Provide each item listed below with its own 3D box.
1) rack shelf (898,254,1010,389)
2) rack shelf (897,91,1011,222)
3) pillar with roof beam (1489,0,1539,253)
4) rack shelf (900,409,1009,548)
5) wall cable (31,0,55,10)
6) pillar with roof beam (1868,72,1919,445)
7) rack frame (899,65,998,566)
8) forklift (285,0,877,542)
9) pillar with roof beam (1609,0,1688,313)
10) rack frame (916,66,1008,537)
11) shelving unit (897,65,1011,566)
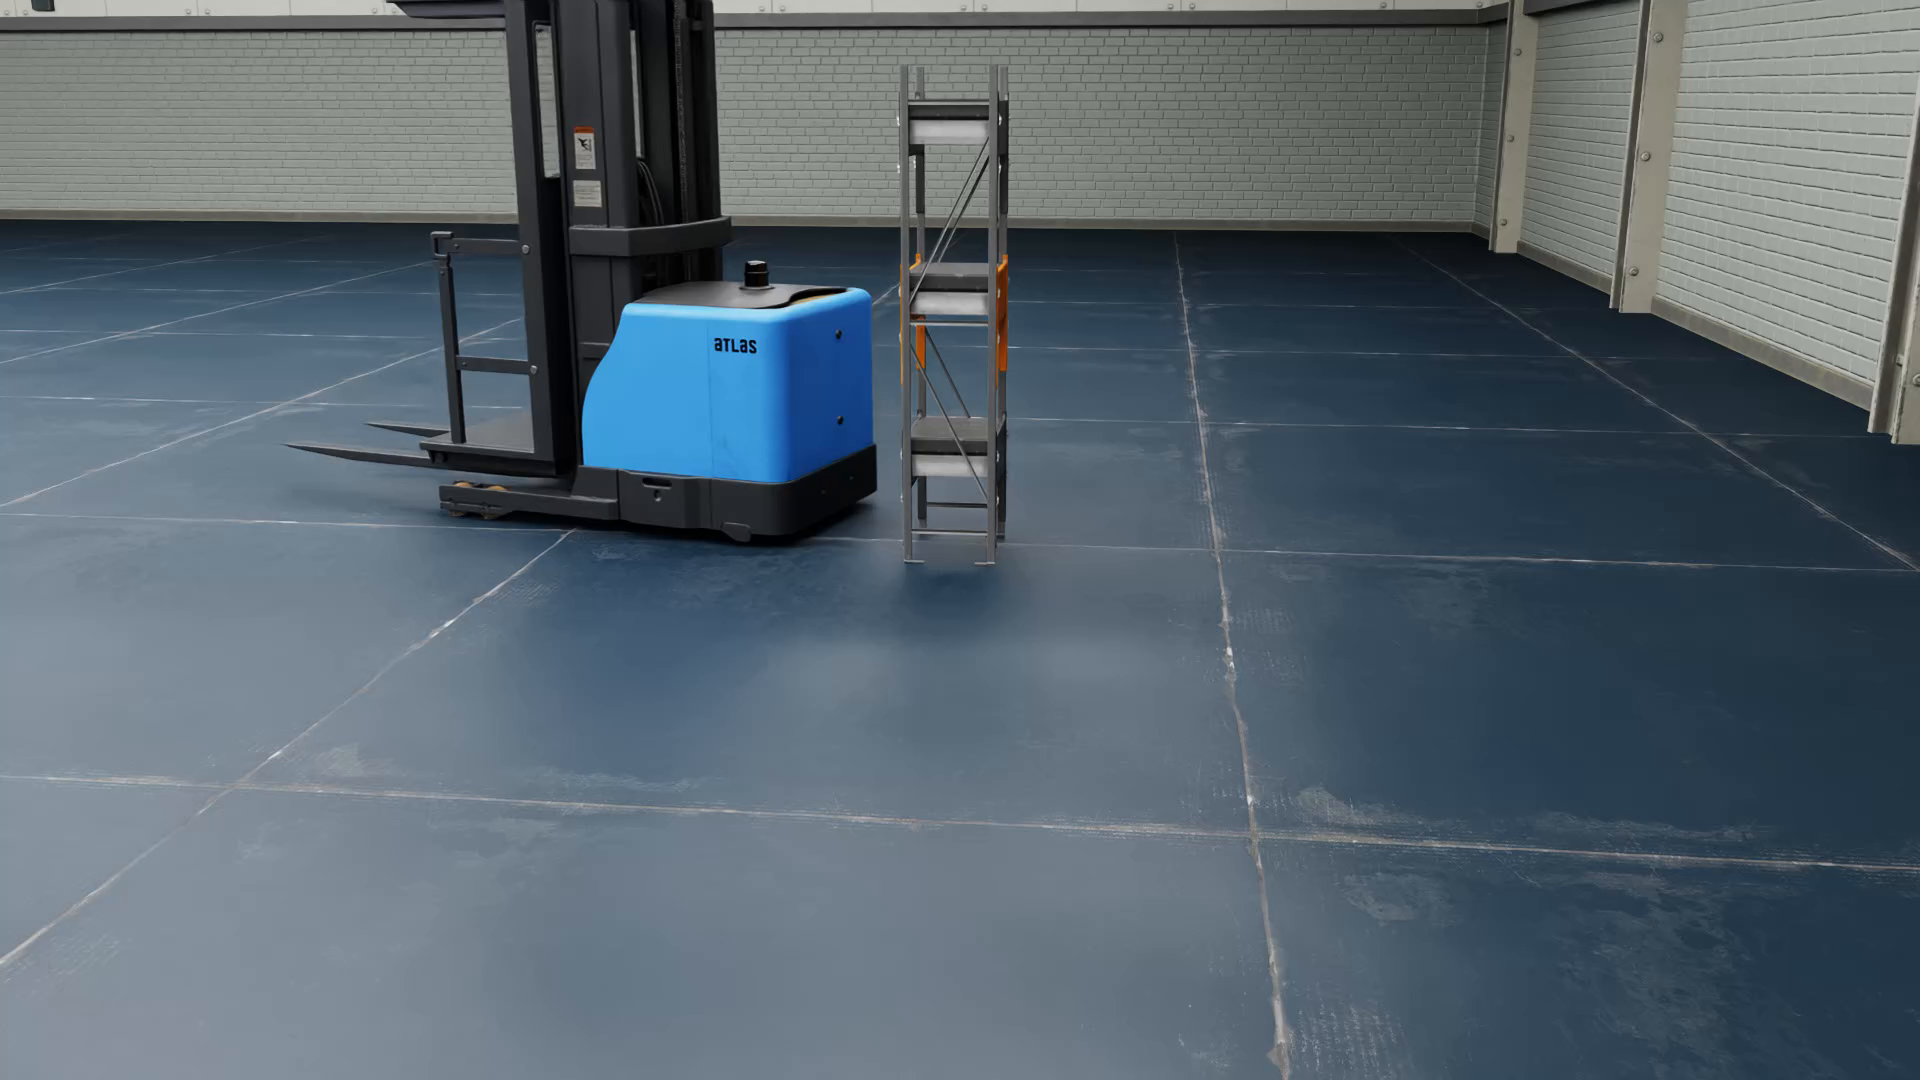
[{"bbox_3d":[-0.019,-0.958,7.233,0.431,0.518,0.480,2,15,6],"label":"rack shelf"},{"bbox_3d":[-0.019,-1.633,7.050,0.431,0.518,0.480,2,15,6],"label":"rack shelf"},{"bbox_3d":[2.729,-8.192,20.720,9.100,9.000,0.400,2,15,6],"label":"pillar with roof beam"},{"bbox_3d":[-0.019,-0.282,7.415,0.431,0.518,0.480,2,15,6],"label":"rack shelf"},{"bbox_3d":[-13.215,-11.077,24.871,2.305,6.003,0.169,2,15,6],"label":"wall cable"},{"bbox_3d":[1.375,-5.080,9.210,9.100,9.000,0.400,2,15,6],"label":"pillar with roof beam"},{"bbox_3d":[-0.046,-0.907,6.995,0.400,2.100,0.015,2,15,6],"label":"rack frame"},{"bbox_3d":[-1.984,-1.630,8.073,3.031,2.935,1.130,6,16,21],"label":"forklift"},{"bbox_3d":[2.052,-6.636,14.965,9.100,9.000,0.400,2,15,6],"label":"pillar with roof beam"},{"bbox_3d":[0.009,-1.034,7.463,0.400,2.100,0.015,2,15,6],"label":"rack frame"},{"bbox_3d":[-0.019,-0.971,7.229,0.431,2.100,0.503,2,15,6],"label":"shelving unit"}]
